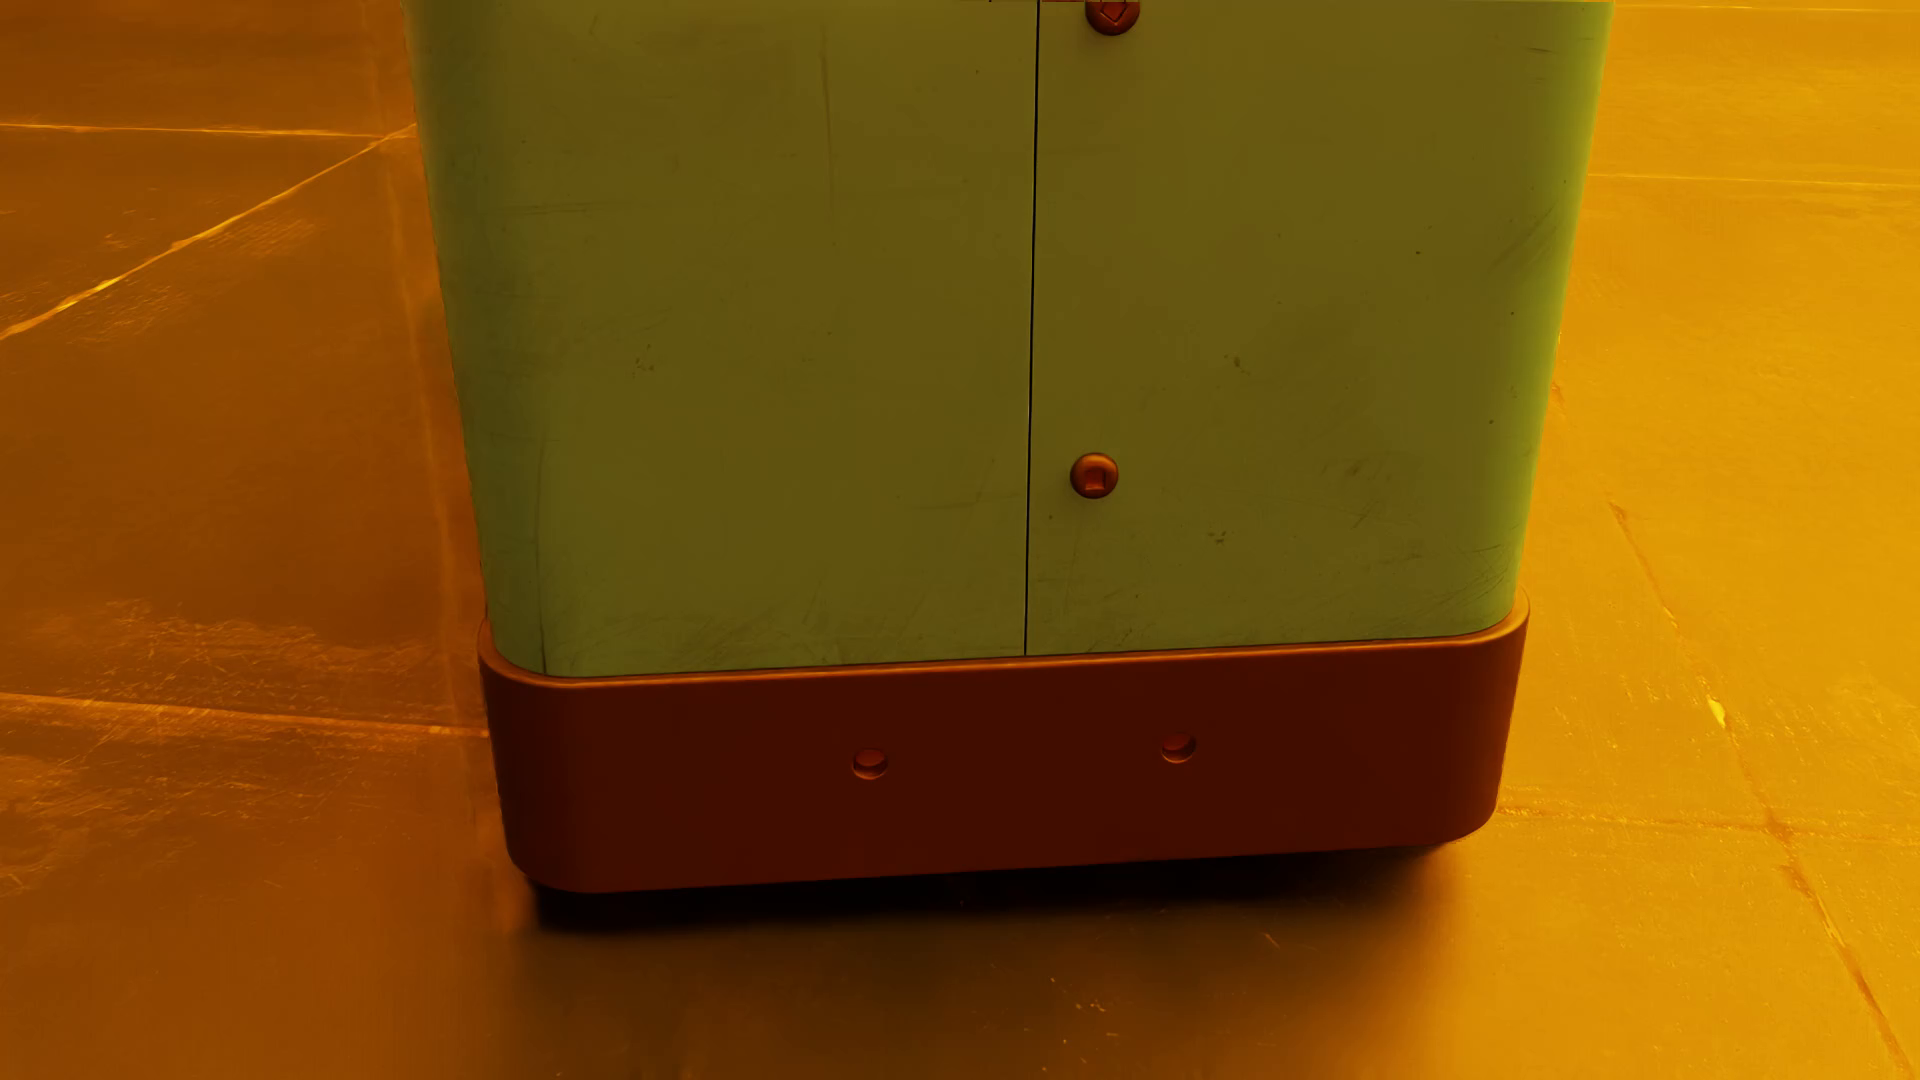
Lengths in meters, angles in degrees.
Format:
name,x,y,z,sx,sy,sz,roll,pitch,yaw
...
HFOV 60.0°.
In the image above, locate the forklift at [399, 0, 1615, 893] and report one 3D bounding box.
name,x,y,z,sx,sy,sz,roll,pitch,yaw
forklift,-0.077,-1.589,2.401,1.130,2.935,3.031,-2,27,-5
